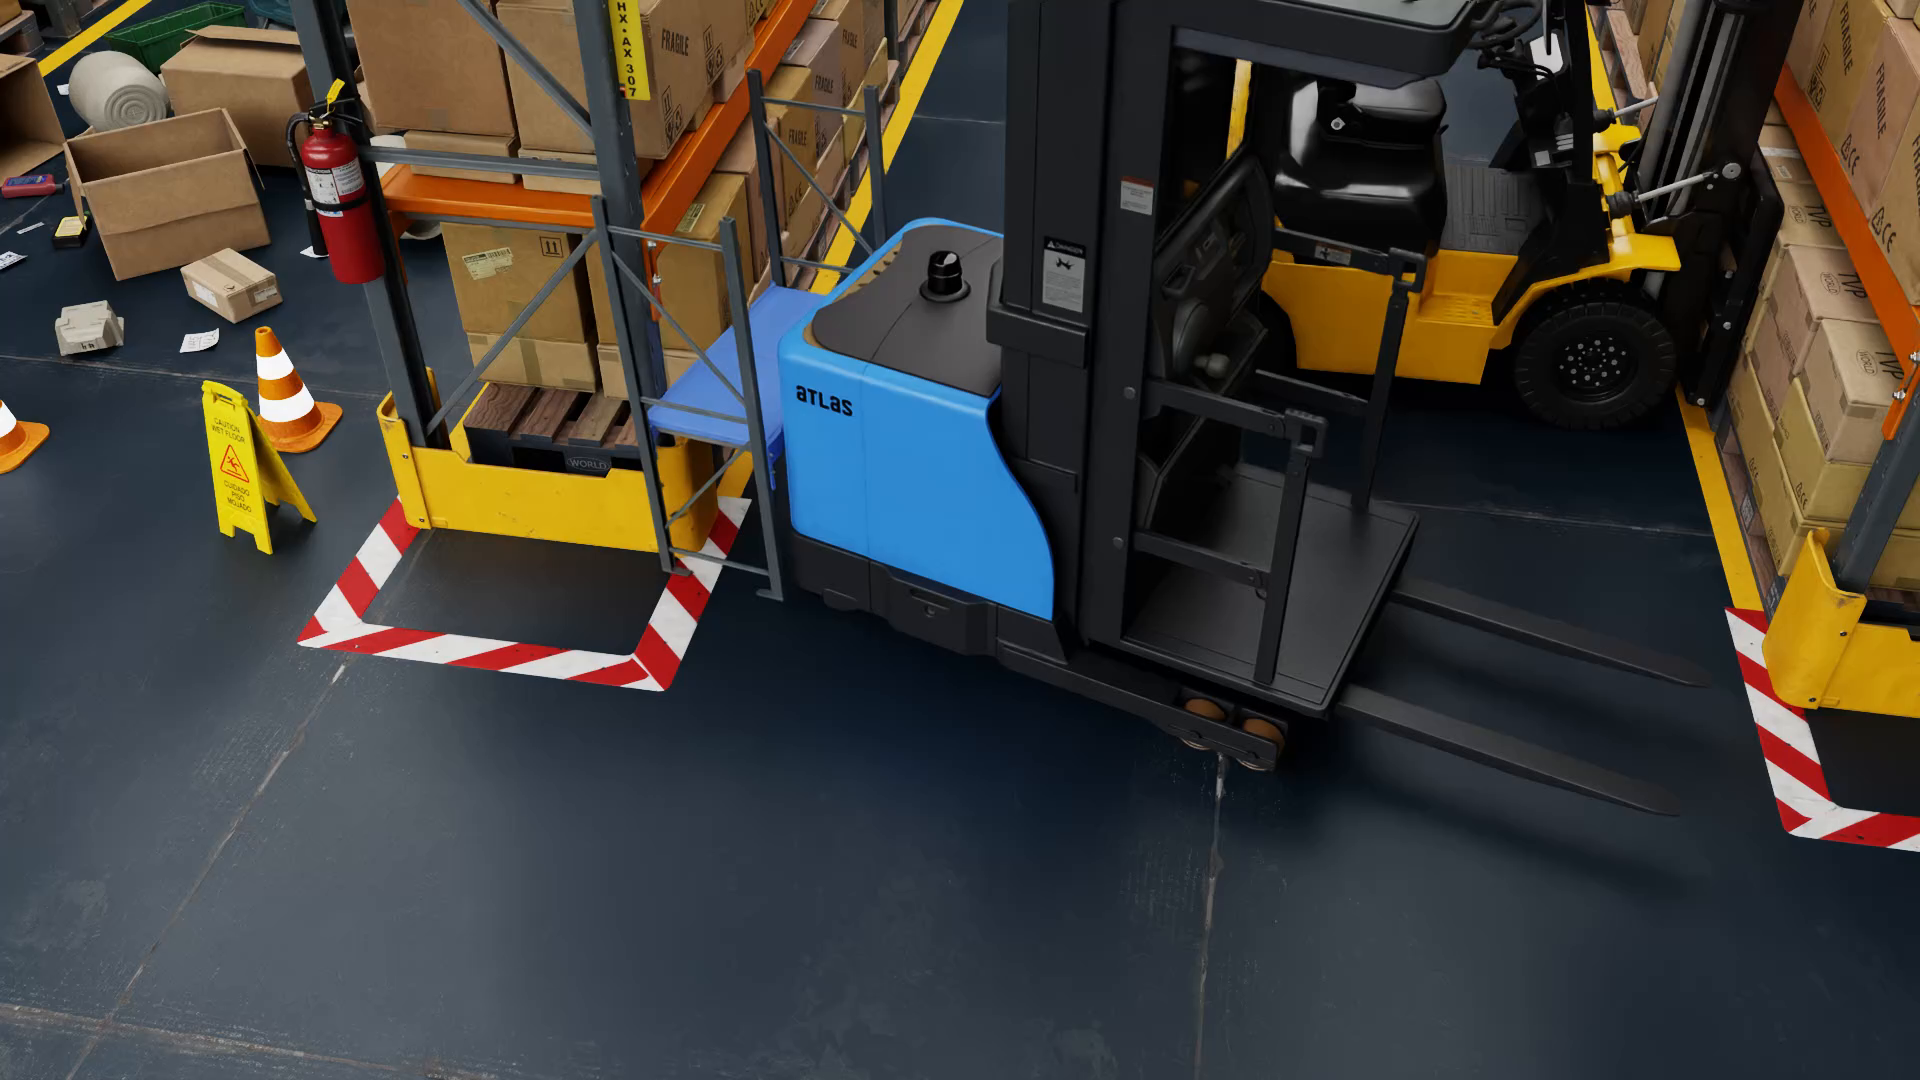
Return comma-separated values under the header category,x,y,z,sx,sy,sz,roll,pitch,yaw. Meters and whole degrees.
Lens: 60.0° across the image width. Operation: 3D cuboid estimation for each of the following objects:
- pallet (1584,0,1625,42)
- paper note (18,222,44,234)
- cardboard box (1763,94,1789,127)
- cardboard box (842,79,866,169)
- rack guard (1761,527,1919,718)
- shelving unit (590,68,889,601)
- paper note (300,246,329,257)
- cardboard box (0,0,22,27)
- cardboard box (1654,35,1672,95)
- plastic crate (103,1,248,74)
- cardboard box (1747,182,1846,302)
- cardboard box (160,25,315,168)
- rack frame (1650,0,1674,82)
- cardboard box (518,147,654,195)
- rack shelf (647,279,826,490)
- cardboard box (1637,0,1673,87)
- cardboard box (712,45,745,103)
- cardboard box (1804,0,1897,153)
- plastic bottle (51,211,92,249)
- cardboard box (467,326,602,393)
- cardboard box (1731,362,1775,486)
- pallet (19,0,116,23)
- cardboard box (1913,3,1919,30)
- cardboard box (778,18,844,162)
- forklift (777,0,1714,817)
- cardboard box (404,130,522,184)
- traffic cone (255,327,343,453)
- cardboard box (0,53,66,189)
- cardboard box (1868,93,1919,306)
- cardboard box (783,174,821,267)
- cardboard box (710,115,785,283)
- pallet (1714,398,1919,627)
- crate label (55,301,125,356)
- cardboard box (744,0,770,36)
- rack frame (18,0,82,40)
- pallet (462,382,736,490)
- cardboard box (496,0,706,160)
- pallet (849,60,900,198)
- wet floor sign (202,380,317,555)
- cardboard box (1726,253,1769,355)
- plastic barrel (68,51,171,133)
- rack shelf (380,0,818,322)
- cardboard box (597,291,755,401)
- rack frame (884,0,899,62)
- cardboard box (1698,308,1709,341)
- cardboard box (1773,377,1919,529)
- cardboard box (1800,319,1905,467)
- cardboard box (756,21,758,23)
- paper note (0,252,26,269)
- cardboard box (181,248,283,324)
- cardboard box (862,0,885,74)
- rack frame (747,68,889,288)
category,x,y,z,sx,sy,sz,roll,pitch,yaw
pallet,4.345,-3.333,10.115,1.003,0.211,1.213,6,40,8
paper note,-4.513,-1.515,8.074,0.032,0.001,0.123,28,47,30
cardboard box,3.481,-1.758,7.066,0.500,0.250,0.500,8,40,9
cardboard box,-0.762,-2.084,8.245,0.500,0.250,0.500,5,40,6
rack guard,3.351,0.316,5.476,1.175,0.500,0.348,6,40,8
shelving unit,-0.686,-0.727,5.914,0.538,1.500,1.048,13,41,19
paper note,-3.036,-1.388,7.914,0.148,0.019,0.142,20,44,23
cardboard box,-5.913,-3.156,9.051,0.875,0.875,0.875,7,40,8
cardboard box,3.660,-2.198,7.991,0.500,0.250,0.500,6,40,7
plastic crate,-4.475,-2.885,9.547,0.450,0.188,0.662,20,43,37
cardboard box,3.288,-1.112,6.285,0.500,0.250,0.500,7,40,8
cardboard box,-3.570,-2.267,8.491,0.797,0.637,0.503,6,40,8
rack frame,4.047,-3.173,7.734,1.000,3.000,0.127,6,40,8
cardboard box,-1.272,-1.301,5.667,0.380,0.149,0.250,7,40,8
rack shelf,-0.679,-0.587,6.026,0.538,0.185,1.000,13,41,19
cardboard box,4.127,-2.748,8.754,0.875,0.625,0.625,8,40,10
cardboard box,-1.027,-1.773,6.237,0.380,0.149,0.250,7,40,8
cardboard box,3.369,-1.685,5.856,0.500,0.500,0.500,6,40,7
plastic bottle,-4.276,-1.503,8.020,0.133,0.061,0.283,-6,40,-8
cardboard box,-1.655,-0.862,6.767,0.500,0.250,0.500,6,40,7
cardboard box,3.221,-0.405,6.215,0.500,0.250,0.500,6,40,8
pallet,-5.676,-3.618,10.461,1.003,0.211,1.213,6,40,8
cardboard box,3.314,-1.674,5.333,0.380,0.149,0.250,6,40,7
cardboard box,-0.854,-2.068,7.638,0.500,0.500,0.500,8,40,10
forklift,0.938,-0.778,4.891,3.031,2.935,1.130,18,43,21
cardboard box,-1.680,-1.369,5.749,0.380,0.149,0.250,8,40,9
traffic cone,-2.730,-0.642,6.663,0.336,0.463,0.334,6,40,8
cardboard box,-4.993,-2.150,8.457,0.500,0.500,0.500,13,41,15
cardboard box,3.182,-1.039,5.074,0.500,0.500,0.500,6,40,7
cardboard box,-0.944,-1.449,7.477,0.500,0.250,0.500,9,40,11
cardboard box,-1.033,-1.418,6.851,0.500,0.500,0.500,5,40,6
pallet,3.446,-0.072,6.172,1.003,0.211,1.213,6,40,8
crate label,-3.807,-0.926,7.262,0.250,0.136,0.298,-13,41,-15
cardboard box,-1.006,-2.273,6.333,0.500,0.500,0.500,6,40,7
rack frame,-5.735,-4.200,8.976,1.000,3.000,0.127,6,40,8
pallet,-1.346,-0.687,6.915,1.003,0.211,1.213,6,40,8
cardboard box,-1.179,-1.627,5.552,0.500,0.500,0.500,6,40,7
pallet,-0.923,-2.218,8.767,1.003,0.211,1.213,6,40,8
wet floor sign,-2.621,-0.299,6.105,0.267,0.644,0.232,20,44,23
cardboard box,3.298,-0.937,6.465,0.500,0.250,0.500,6,40,7
plastic barrel,-4.420,-2.326,8.731,0.421,0.421,0.512,-28,47,-30
rack shelf,-1.188,-2.185,7.104,1.077,0.370,4.000,6,40,8
cardboard box,-1.122,-0.785,6.674,0.500,0.250,0.500,6,40,7
rack frame,-0.842,-3.718,8.393,1.000,3.000,0.127,6,40,8
cardboard box,3.384,-1.047,6.990,0.500,0.250,0.500,8,40,9
cardboard box,3.132,-0.297,5.692,0.500,0.250,0.500,6,40,7
cardboard box,3.128,-0.473,5.512,0.500,0.250,0.500,8,40,9
cardboard box,-1.029,-2.111,6.647,0.380,0.149,0.250,8,40,9
paper note,-4.491,-1.316,7.819,0.144,0.017,0.142,20,44,23
cardboard box,-3.297,-1.154,7.529,0.380,0.149,0.250,28,47,30
cardboard box,-0.680,-2.708,8.411,0.500,0.500,0.500,6,40,7
rack frame,-0.489,-1.025,6.275,0.500,1.500,0.032,13,41,19
